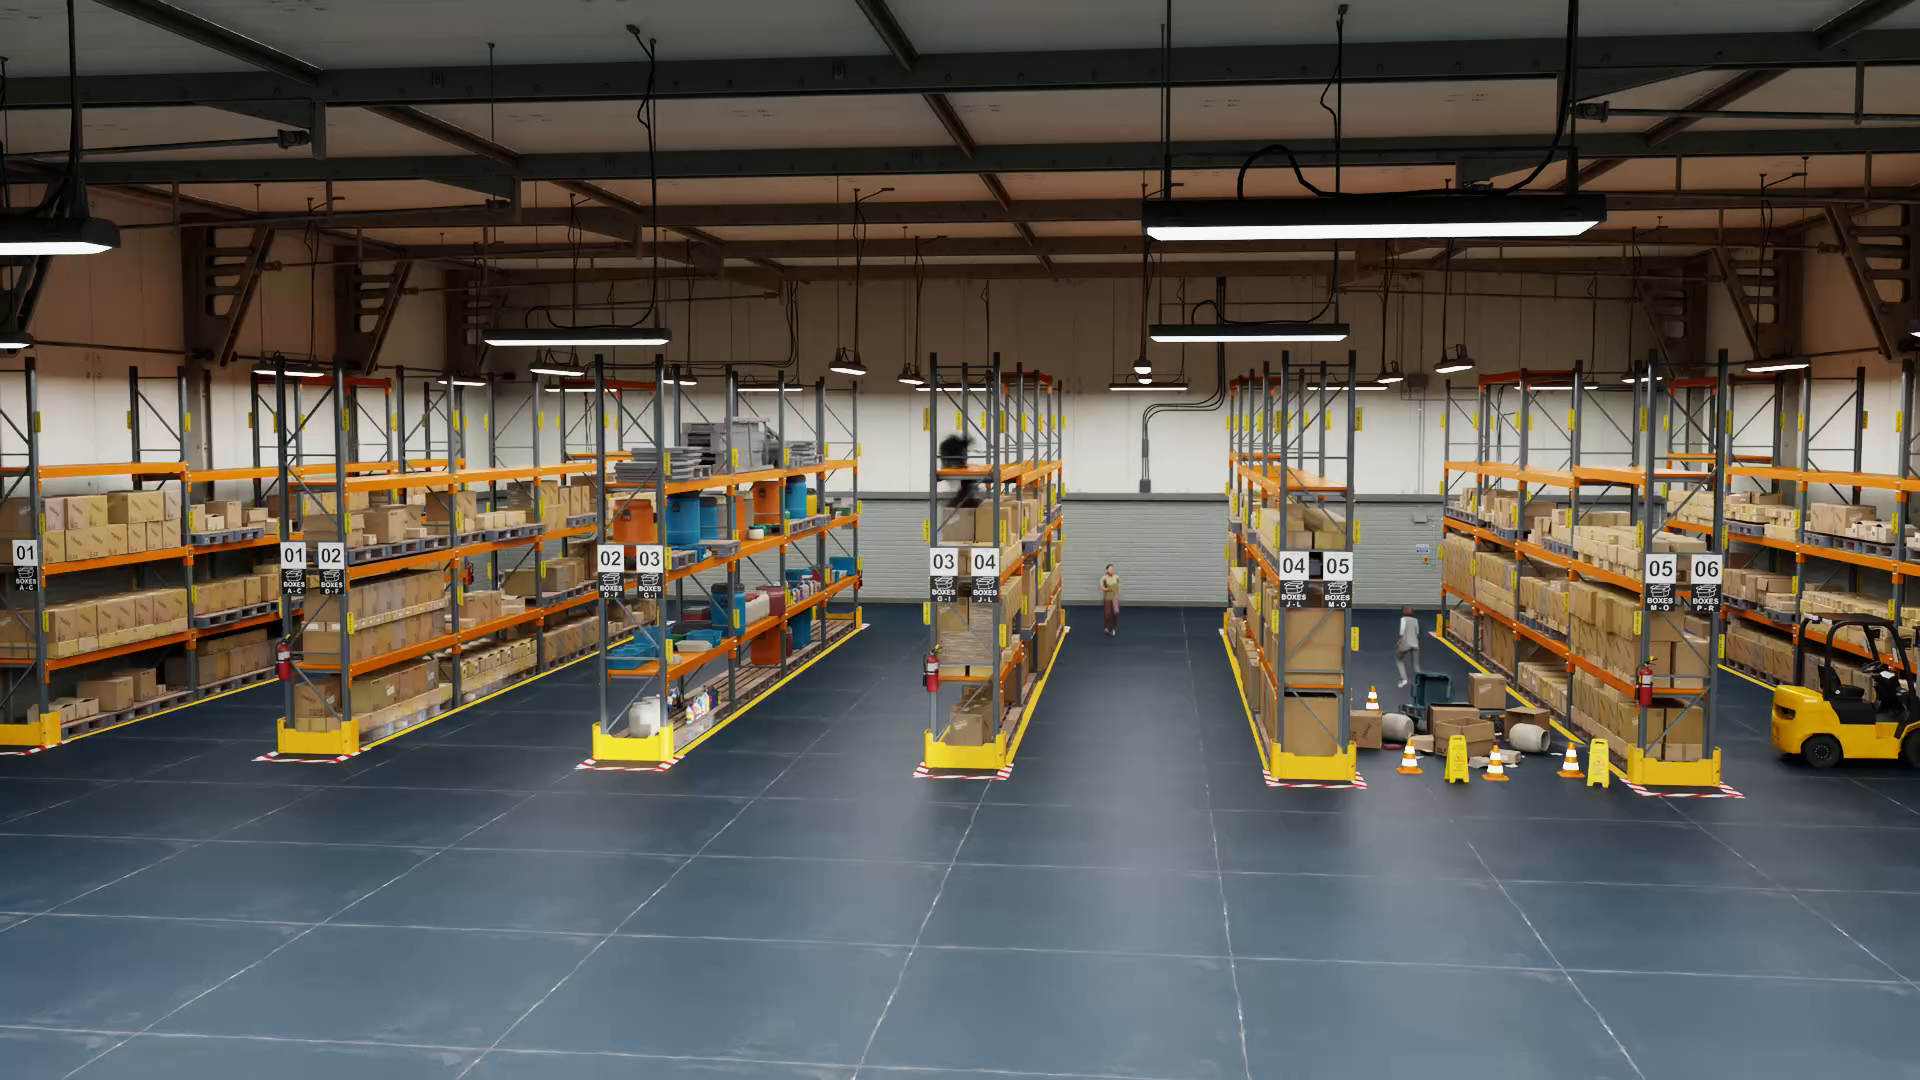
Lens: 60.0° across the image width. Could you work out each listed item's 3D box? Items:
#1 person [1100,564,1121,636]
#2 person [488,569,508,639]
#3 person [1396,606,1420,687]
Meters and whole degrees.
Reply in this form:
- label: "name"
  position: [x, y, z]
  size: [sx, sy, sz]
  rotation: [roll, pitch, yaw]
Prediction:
- label: "person"
  position: [3.535, 1.409, 39.058]
  size: [0.548, 1.691, 0.779]
  rotation: [0, 4, -6]
- label: "person"
  position: [-10.351, 1.510, 37.467]
  size: [0.526, 1.749, 0.848]
  rotation: [1, 4, 13]
- label: "person"
  position: [8.431, 2.040, 31.241]
  size: [0.529, 1.514, 0.899]
  rotation: [-1, 4, -9]
